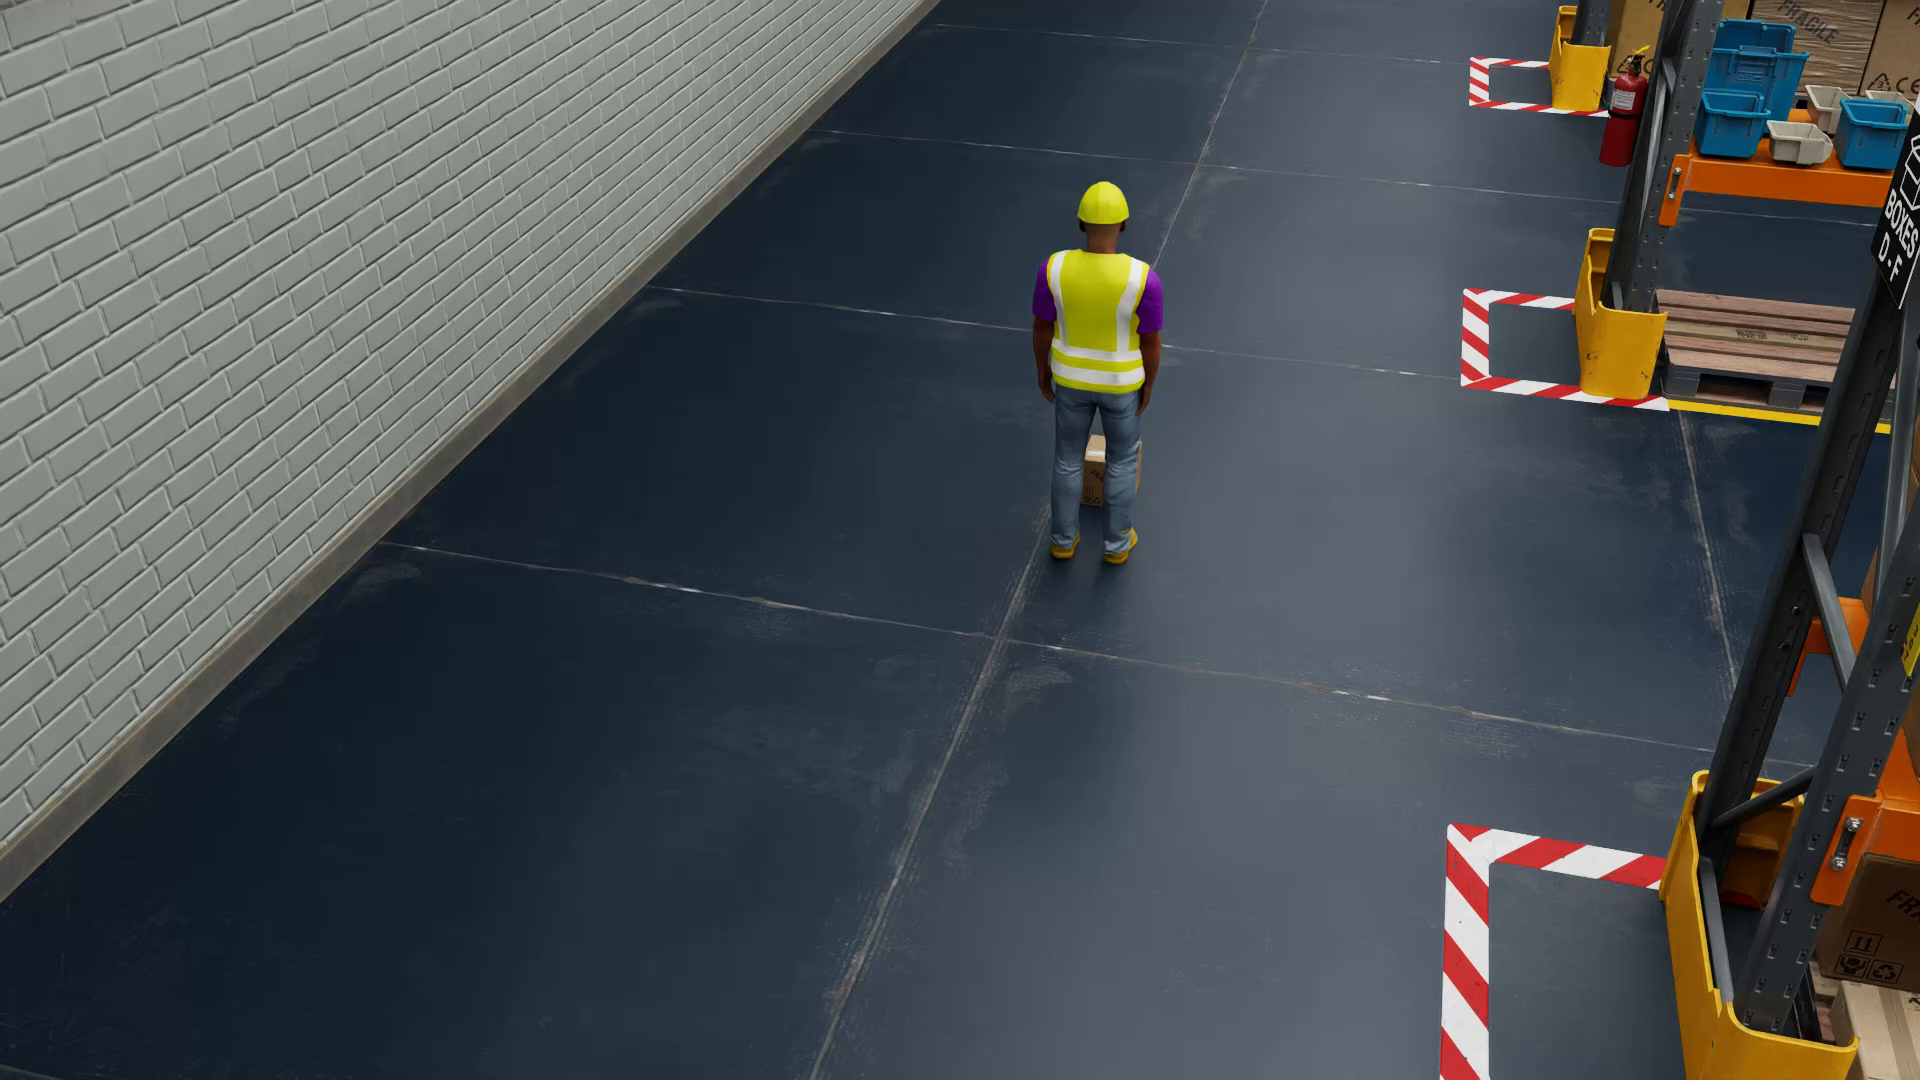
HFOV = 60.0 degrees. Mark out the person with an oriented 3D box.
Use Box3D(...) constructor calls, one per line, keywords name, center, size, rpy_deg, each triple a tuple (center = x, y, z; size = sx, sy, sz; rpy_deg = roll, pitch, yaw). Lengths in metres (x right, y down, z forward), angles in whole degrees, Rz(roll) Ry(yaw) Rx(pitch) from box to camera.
Box3D(name="person", center=(0.591, -0.704, 7.231), size=(0.565, 1.773, 0.369), rpy_deg=(9, 34, 13))
